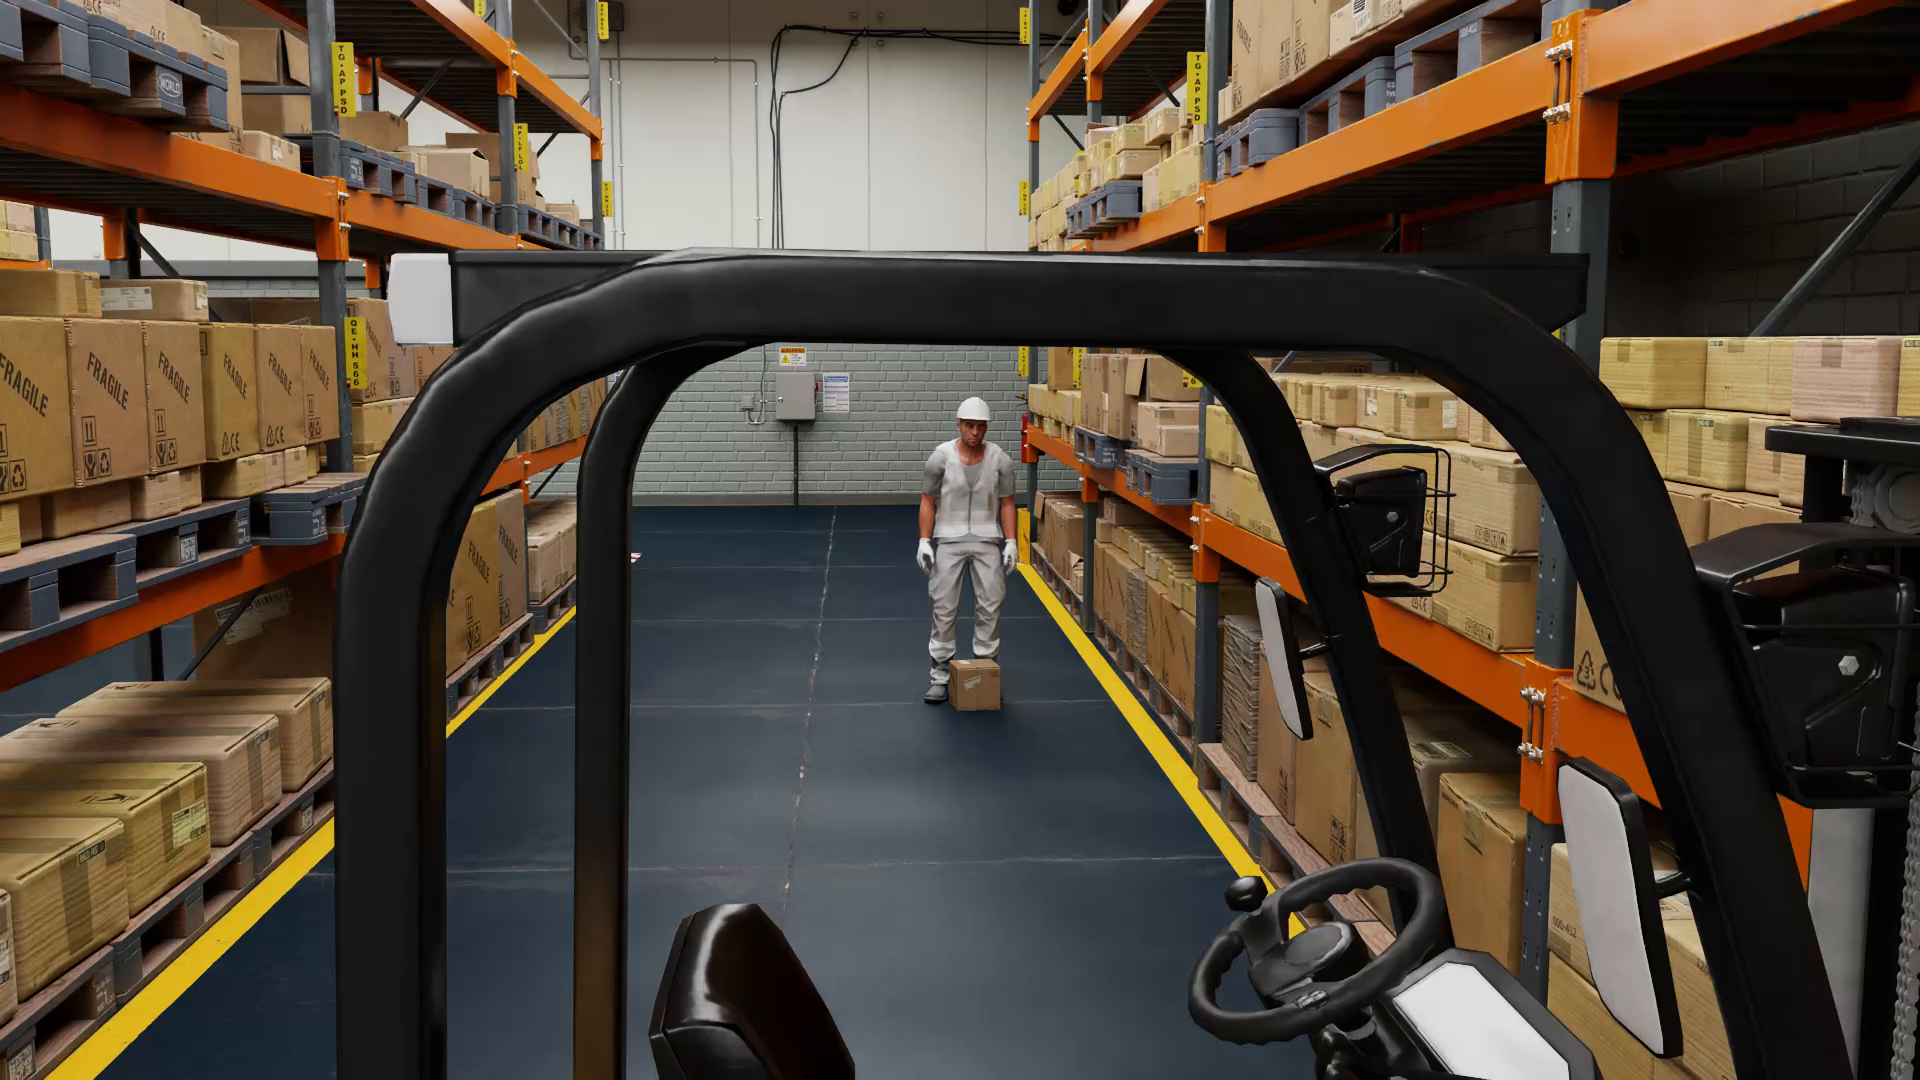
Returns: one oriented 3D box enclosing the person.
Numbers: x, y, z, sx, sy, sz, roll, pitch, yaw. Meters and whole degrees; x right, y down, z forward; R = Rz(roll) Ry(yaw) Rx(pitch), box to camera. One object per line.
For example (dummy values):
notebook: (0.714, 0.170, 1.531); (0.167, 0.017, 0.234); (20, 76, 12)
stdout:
person: (0.045, 0.052, 9.742); (0.604, 1.778, 0.450); (-1, 7, -6)
